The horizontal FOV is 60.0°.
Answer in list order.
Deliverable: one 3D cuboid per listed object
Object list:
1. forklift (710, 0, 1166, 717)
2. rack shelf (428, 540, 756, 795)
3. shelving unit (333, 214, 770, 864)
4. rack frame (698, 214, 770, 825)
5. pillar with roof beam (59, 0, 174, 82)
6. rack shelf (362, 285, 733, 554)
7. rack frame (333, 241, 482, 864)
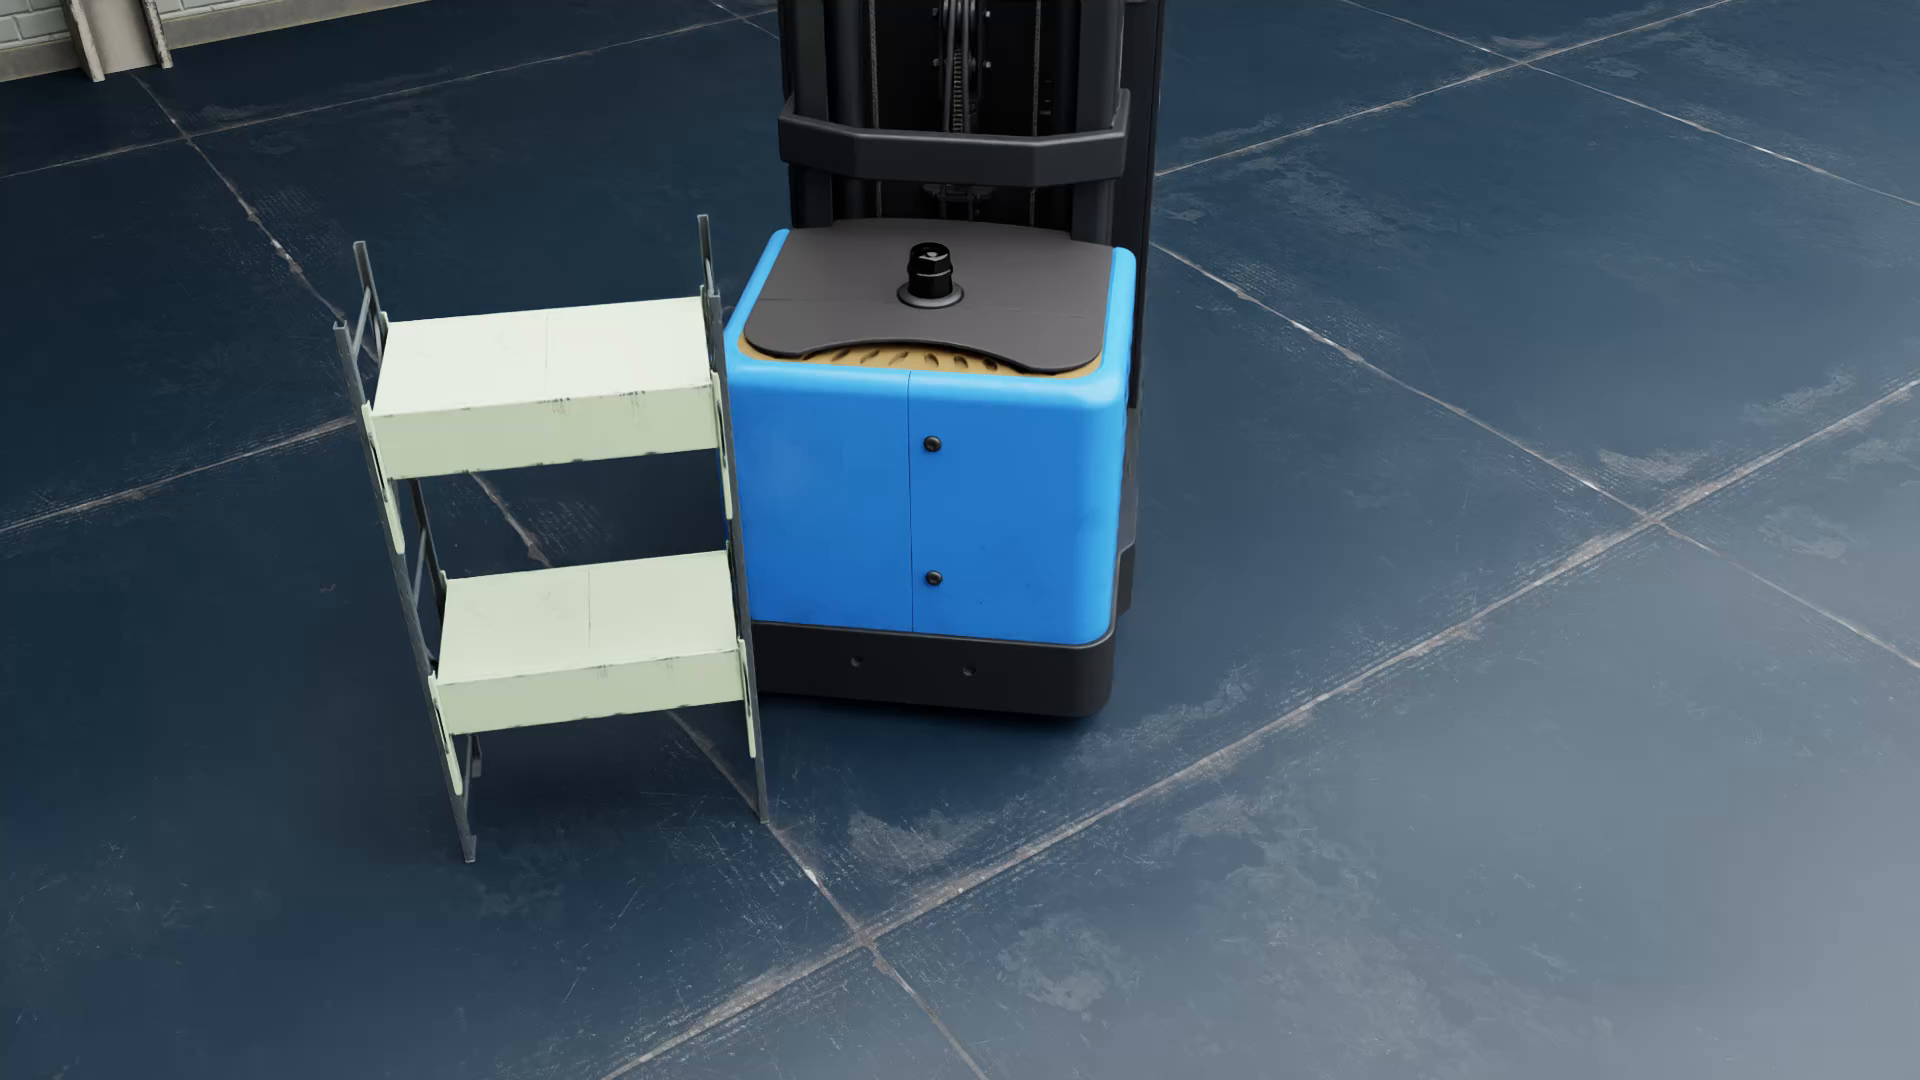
[{"bbox_3d":[0.063,-1.563,4.913,1.130,2.935,3.031,4,36,6],"label":"forklift"},{"bbox_3d":[-0.893,0.306,4.098,0.720,0.370,0.431,-6,36,-9],"label":"rack shelf"},{"bbox_3d":[-0.893,0.041,3.908,0.755,1.500,0.431,-6,36,-9],"label":"shelving unit"},{"bbox_3d":[-0.534,0.002,3.962,0.023,1.500,0.400,-6,36,-9],"label":"rack frame"},{"bbox_3d":[-1.880,-4.080,3.216,0.400,9.000,9.100,-22,41,-28],"label":"pillar with roof beam"},{"bbox_3d":[-0.893,-0.275,3.680,0.720,0.370,0.431,-6,36,-9],"label":"rack shelf"},{"bbox_3d":[-1.253,0.081,3.853,0.023,1.500,0.400,-6,36,-9],"label":"rack frame"}]
